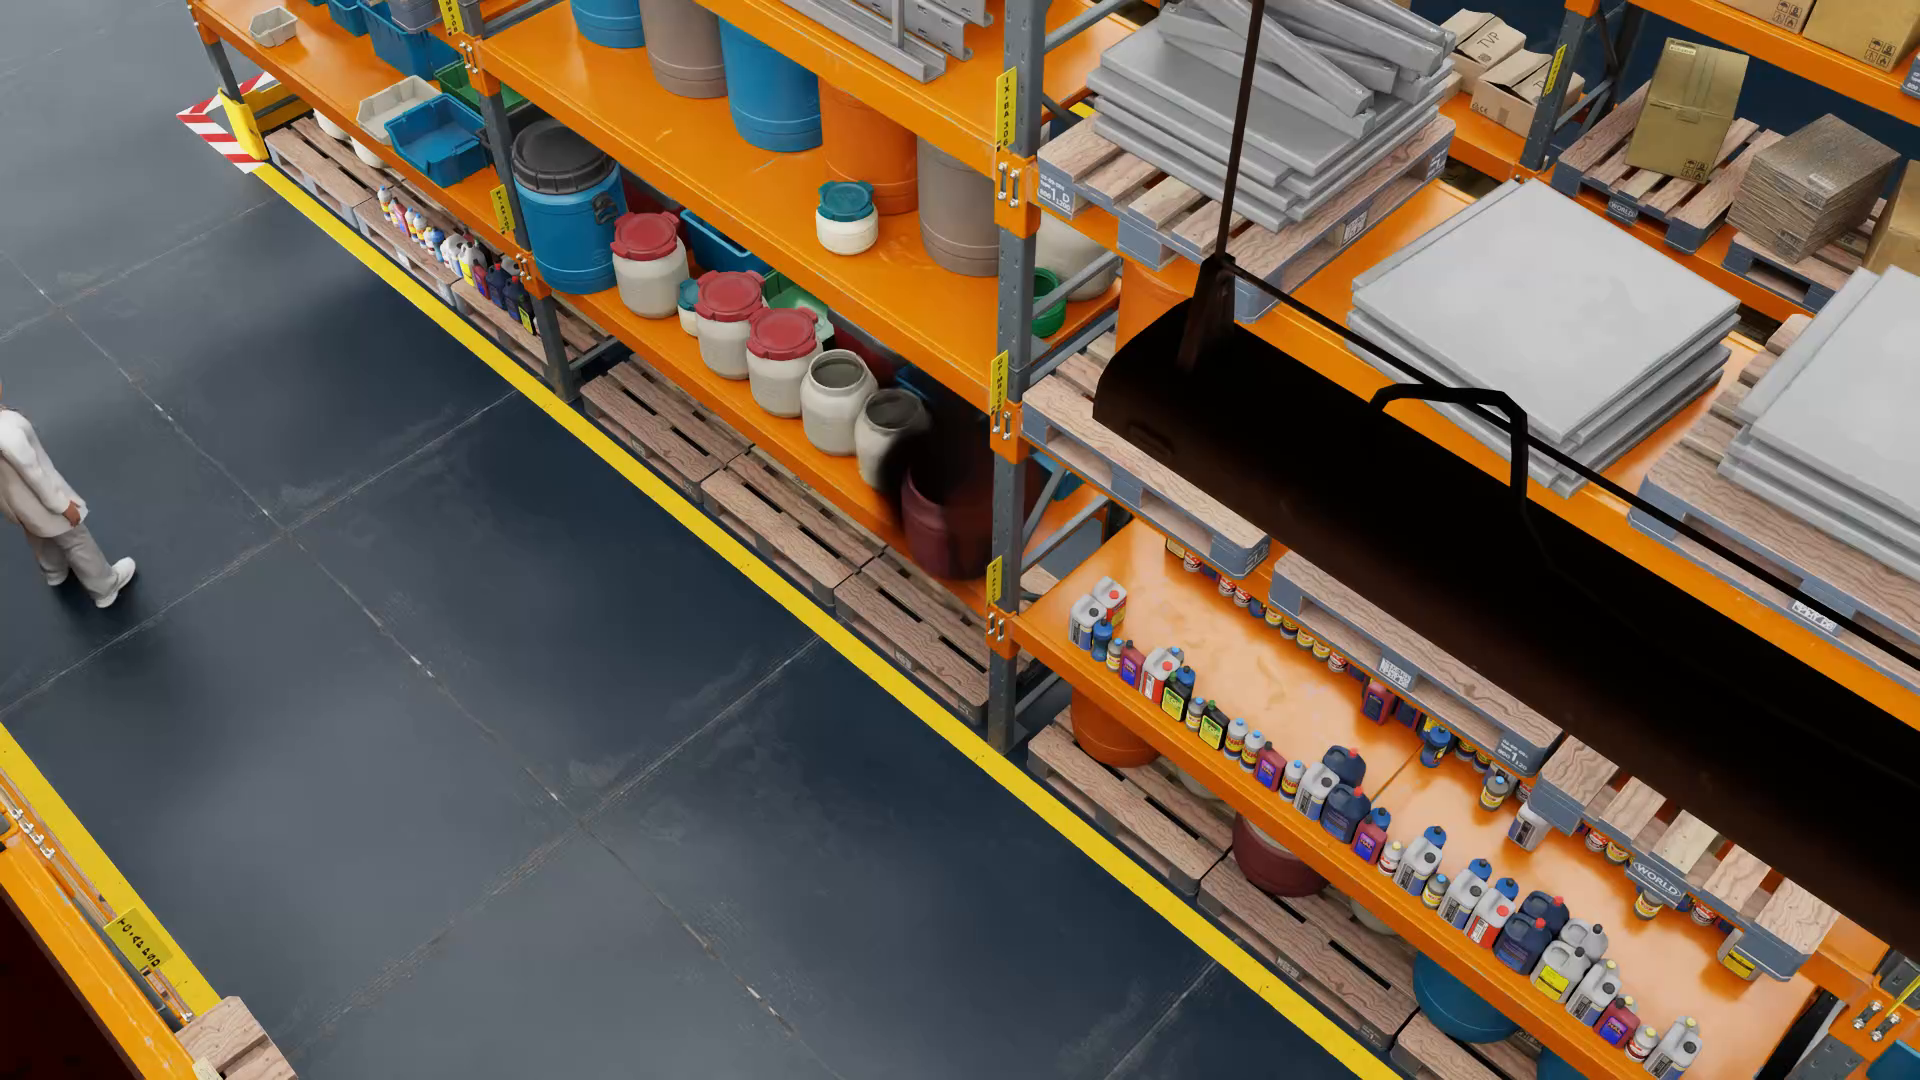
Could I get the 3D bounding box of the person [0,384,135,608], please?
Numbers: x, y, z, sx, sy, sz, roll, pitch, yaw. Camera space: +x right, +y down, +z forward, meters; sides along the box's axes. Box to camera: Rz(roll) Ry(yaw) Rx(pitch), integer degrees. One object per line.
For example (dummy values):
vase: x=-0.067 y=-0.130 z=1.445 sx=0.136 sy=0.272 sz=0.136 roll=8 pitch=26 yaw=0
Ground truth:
person: x=-5.271 y=-0.263 z=9.566 sx=0.643 sy=1.596 sz=0.411 roll=23 pitch=54 yaw=18
